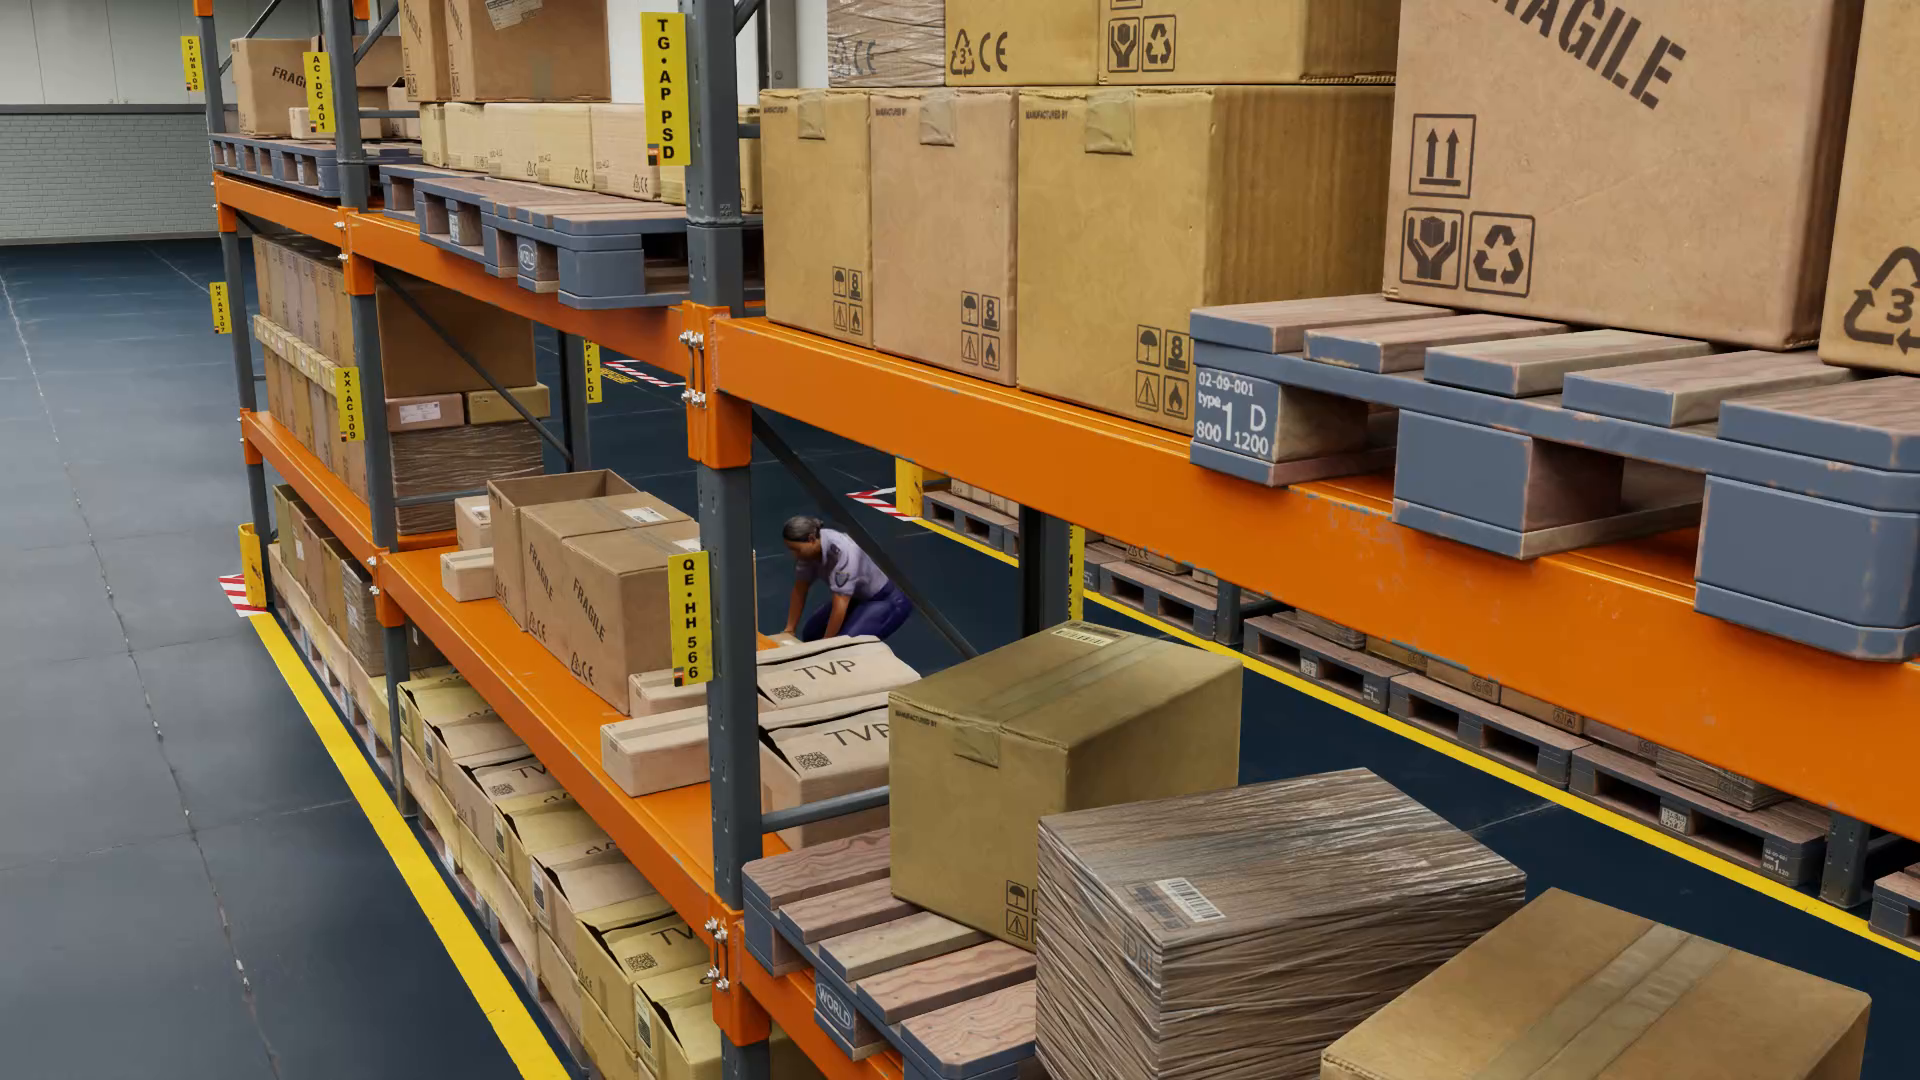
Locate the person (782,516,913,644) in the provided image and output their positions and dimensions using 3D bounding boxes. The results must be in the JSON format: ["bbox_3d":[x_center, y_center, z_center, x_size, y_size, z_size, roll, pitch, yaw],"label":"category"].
[{"bbox_3d":[-0.616,0.386,9.084,0.755,1.147,0.540,-9,17,-30],"label":"person"}]
